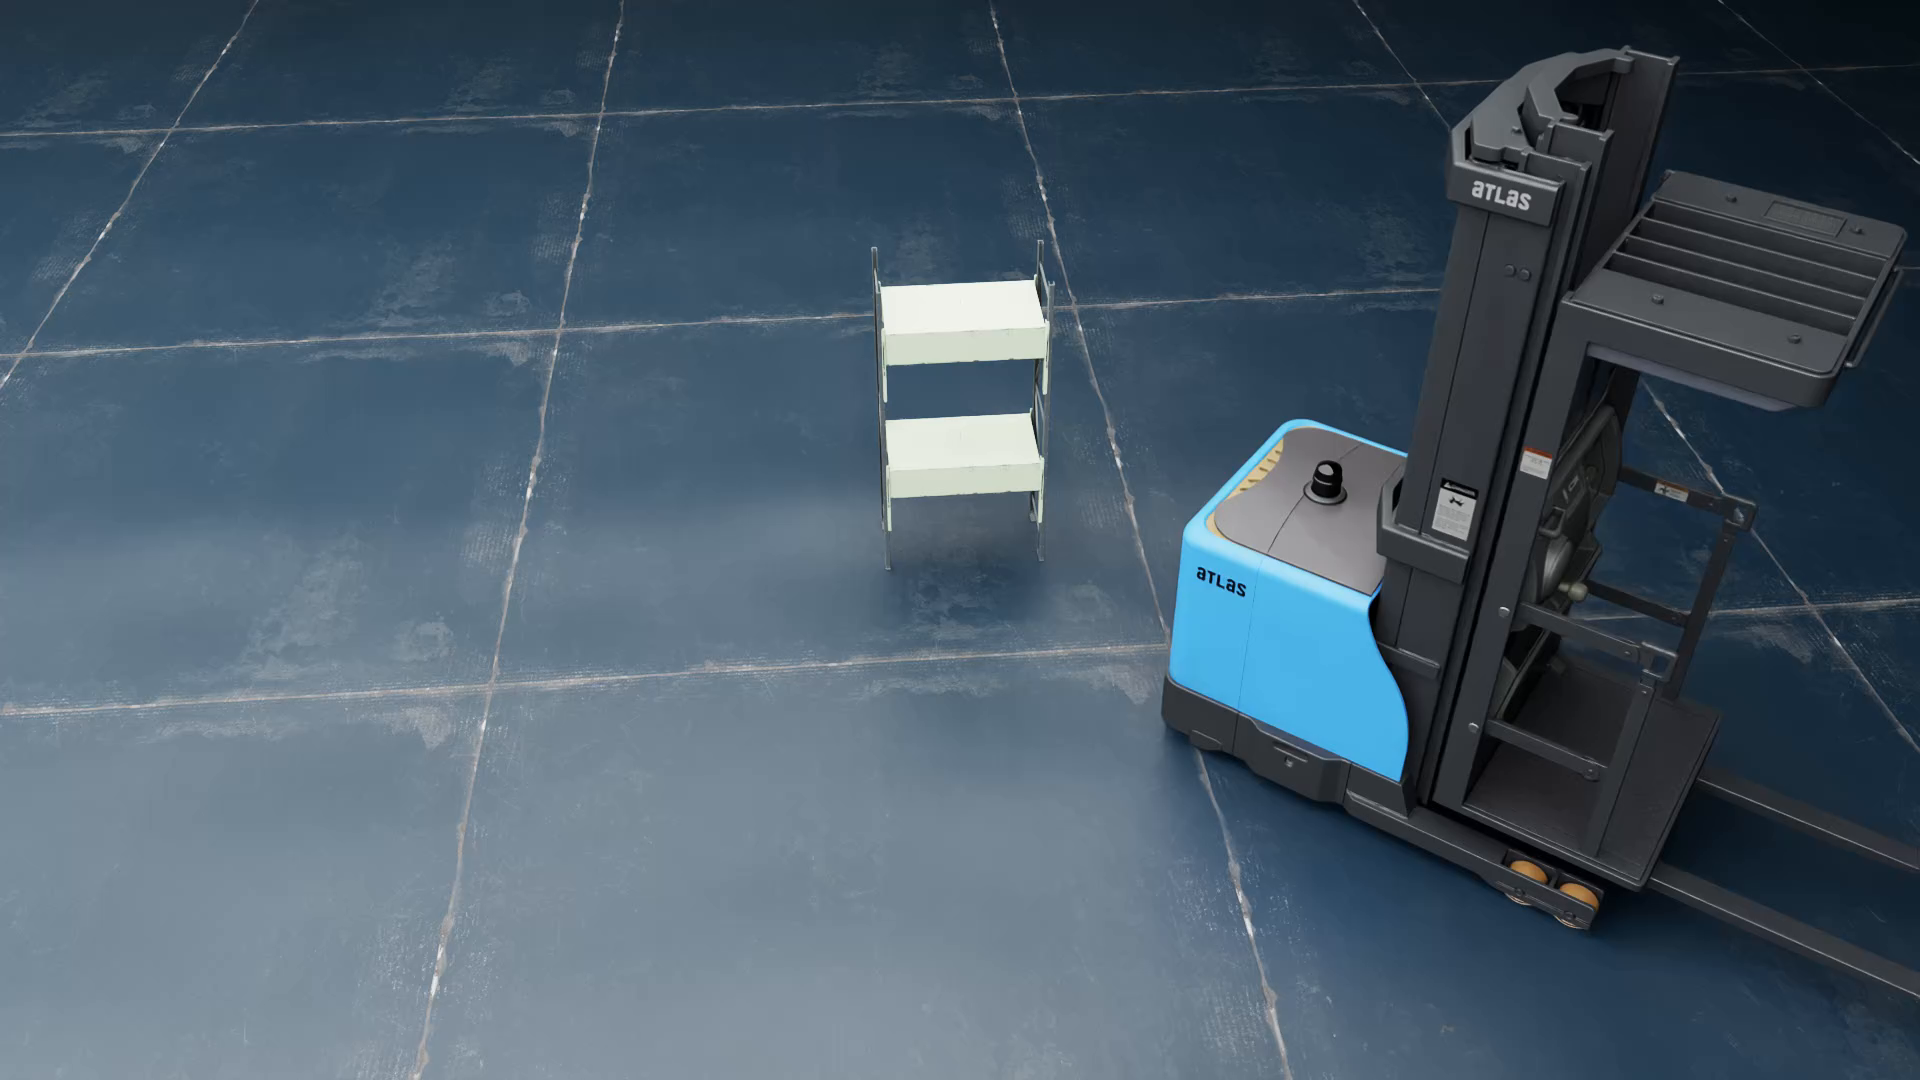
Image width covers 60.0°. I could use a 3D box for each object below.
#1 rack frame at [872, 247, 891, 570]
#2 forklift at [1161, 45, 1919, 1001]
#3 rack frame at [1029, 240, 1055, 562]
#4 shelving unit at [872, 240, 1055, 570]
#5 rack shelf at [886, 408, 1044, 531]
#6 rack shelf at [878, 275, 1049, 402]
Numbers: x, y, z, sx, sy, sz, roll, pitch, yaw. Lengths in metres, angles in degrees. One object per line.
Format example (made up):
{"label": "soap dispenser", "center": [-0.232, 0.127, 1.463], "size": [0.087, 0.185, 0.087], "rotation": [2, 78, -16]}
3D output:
{"label": "rack frame", "center": [-0.358, -0.569, 7.582], "size": [0.023, 1.500, 0.400], "rotation": [-3, 38, -4]}
{"label": "forklift", "center": [2.351, -0.076, 5.802], "size": [3.031, 2.935, 1.130], "rotation": [23, 44, 27]}
{"label": "rack frame", "center": [0.371, -0.609, 7.633], "size": [0.023, 1.500, 0.400], "rotation": [-3, 38, -4]}
{"label": "shelving unit", "center": [0.007, -0.589, 7.608], "size": [0.755, 1.500, 0.431], "rotation": [-3, 38, -4]}
{"label": "rack shelf", "center": [0.007, -0.333, 7.810], "size": [0.720, 0.370, 0.431], "rotation": [-3, 38, -4]}
{"label": "rack shelf", "center": [0.007, -0.896, 7.366], "size": [0.720, 0.370, 0.431], "rotation": [-3, 38, -4]}
